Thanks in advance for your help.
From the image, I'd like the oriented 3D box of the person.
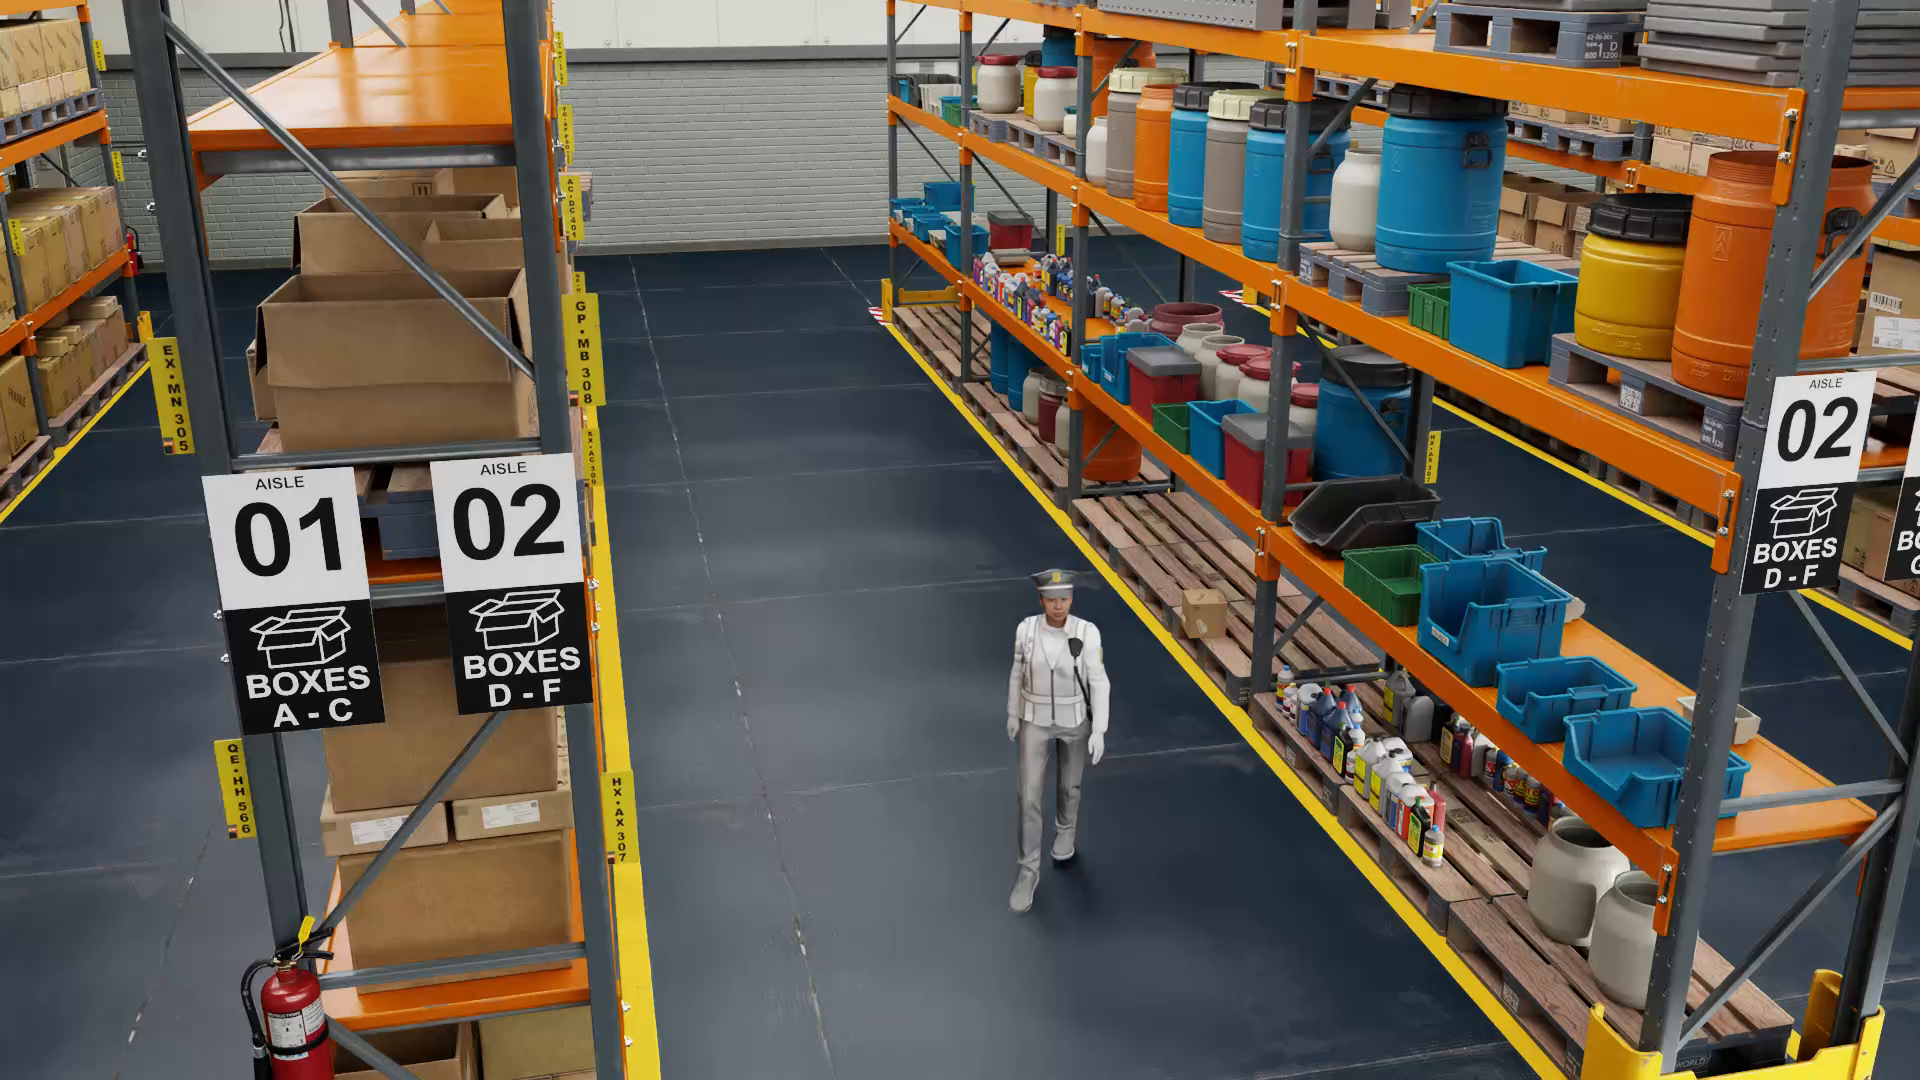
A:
[{"bbox_3d":[0.483,0.961,8.364,0.524,1.720,0.751,2,20,6],"label":"person"}]
